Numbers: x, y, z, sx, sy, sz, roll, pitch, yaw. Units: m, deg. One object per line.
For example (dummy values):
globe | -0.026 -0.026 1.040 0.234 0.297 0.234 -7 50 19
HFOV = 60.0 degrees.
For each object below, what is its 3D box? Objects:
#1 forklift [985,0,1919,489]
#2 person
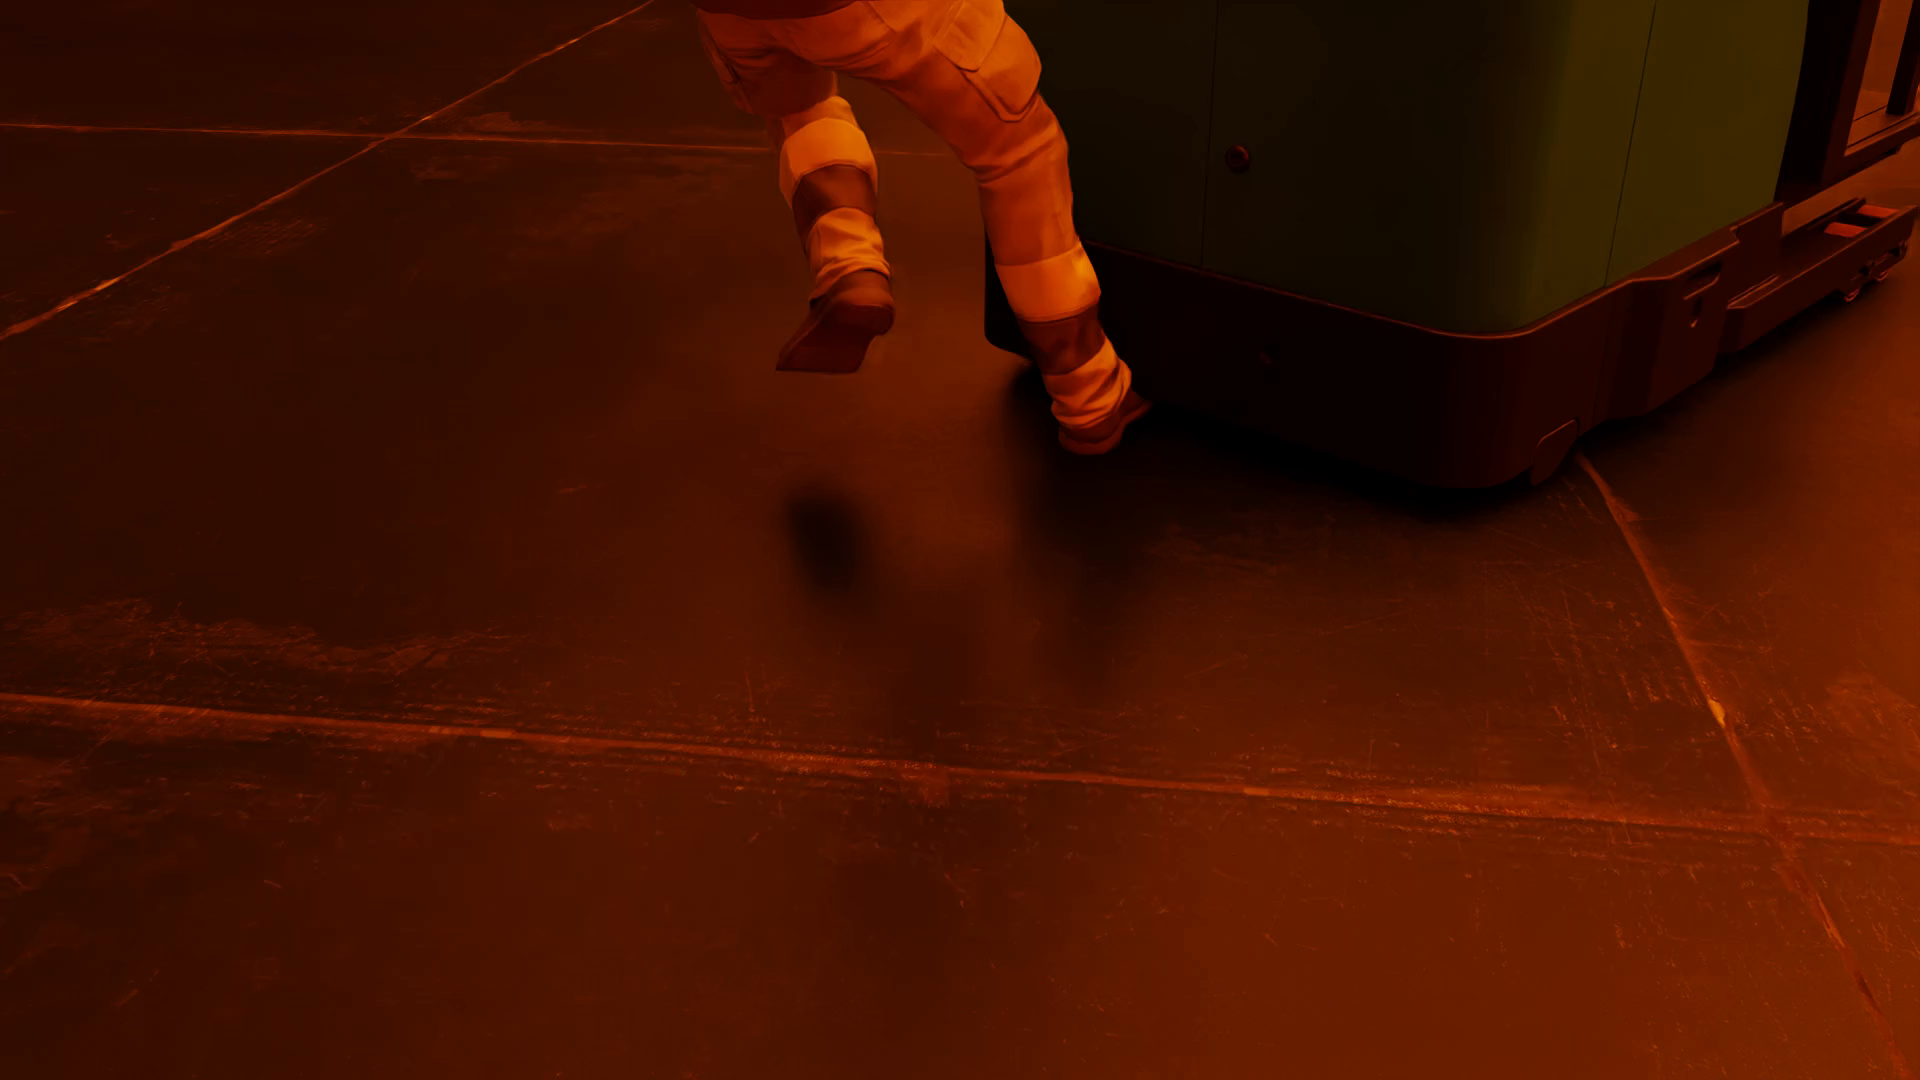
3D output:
forklift | 1.430 -1.952 3.130 1.130 2.935 3.031 23 35 38
person | -0.117 -0.920 2.497 0.794 1.665 0.667 11 29 21
